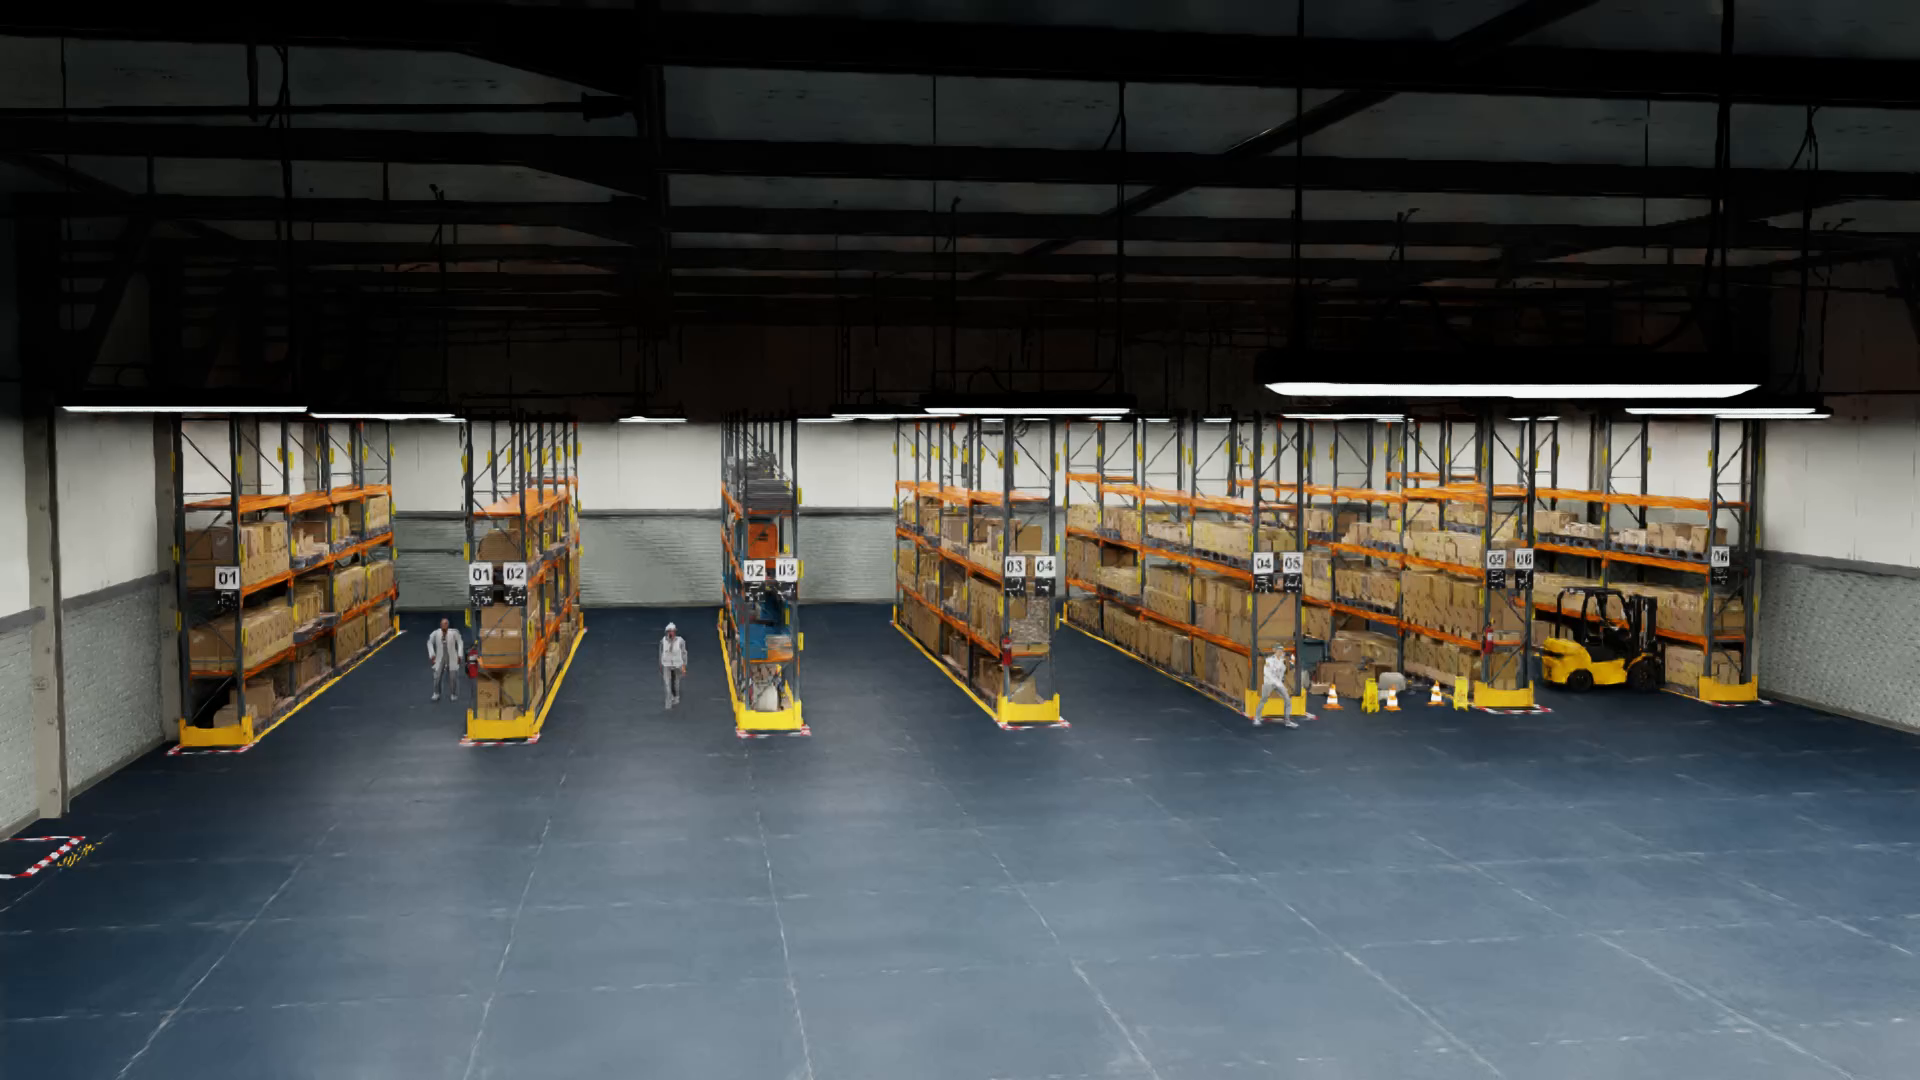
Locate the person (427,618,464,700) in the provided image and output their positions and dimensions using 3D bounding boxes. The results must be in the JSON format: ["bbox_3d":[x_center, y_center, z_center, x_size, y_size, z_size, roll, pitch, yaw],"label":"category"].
[{"bbox_3d":[-10.663,2.458,34.469,0.724,1.733,0.546,-1,4,-11],"label":"person"}]

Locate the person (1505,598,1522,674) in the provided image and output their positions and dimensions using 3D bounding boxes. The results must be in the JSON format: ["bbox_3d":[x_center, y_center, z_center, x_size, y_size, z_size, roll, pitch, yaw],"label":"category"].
[{"bbox_3d":[12.630,2.181,38.227,0.586,1.723,0.653,1,4,20],"label":"person"}]

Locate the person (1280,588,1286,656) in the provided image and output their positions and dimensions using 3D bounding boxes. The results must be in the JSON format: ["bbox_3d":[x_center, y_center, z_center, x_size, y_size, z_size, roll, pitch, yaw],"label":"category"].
[{"bbox_3d":[7.700,2.001,40.636,0.580,1.744,0.630,1,4,18],"label":"person"}]

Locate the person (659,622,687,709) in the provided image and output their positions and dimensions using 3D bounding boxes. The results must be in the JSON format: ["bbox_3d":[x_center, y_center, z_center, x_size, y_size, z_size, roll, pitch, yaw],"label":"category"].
[{"bbox_3d":[-5.795,2.518,33.615,0.555,1.725,1.029,-1,4,-10],"label":"person"}]

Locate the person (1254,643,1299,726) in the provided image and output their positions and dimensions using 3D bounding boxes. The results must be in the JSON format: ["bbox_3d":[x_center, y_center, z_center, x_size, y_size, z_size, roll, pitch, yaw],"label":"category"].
[{"bbox_3d":[5.935,2.715,31.439,0.634,1.610,0.798,-2,5,-28],"label":"person"}]
